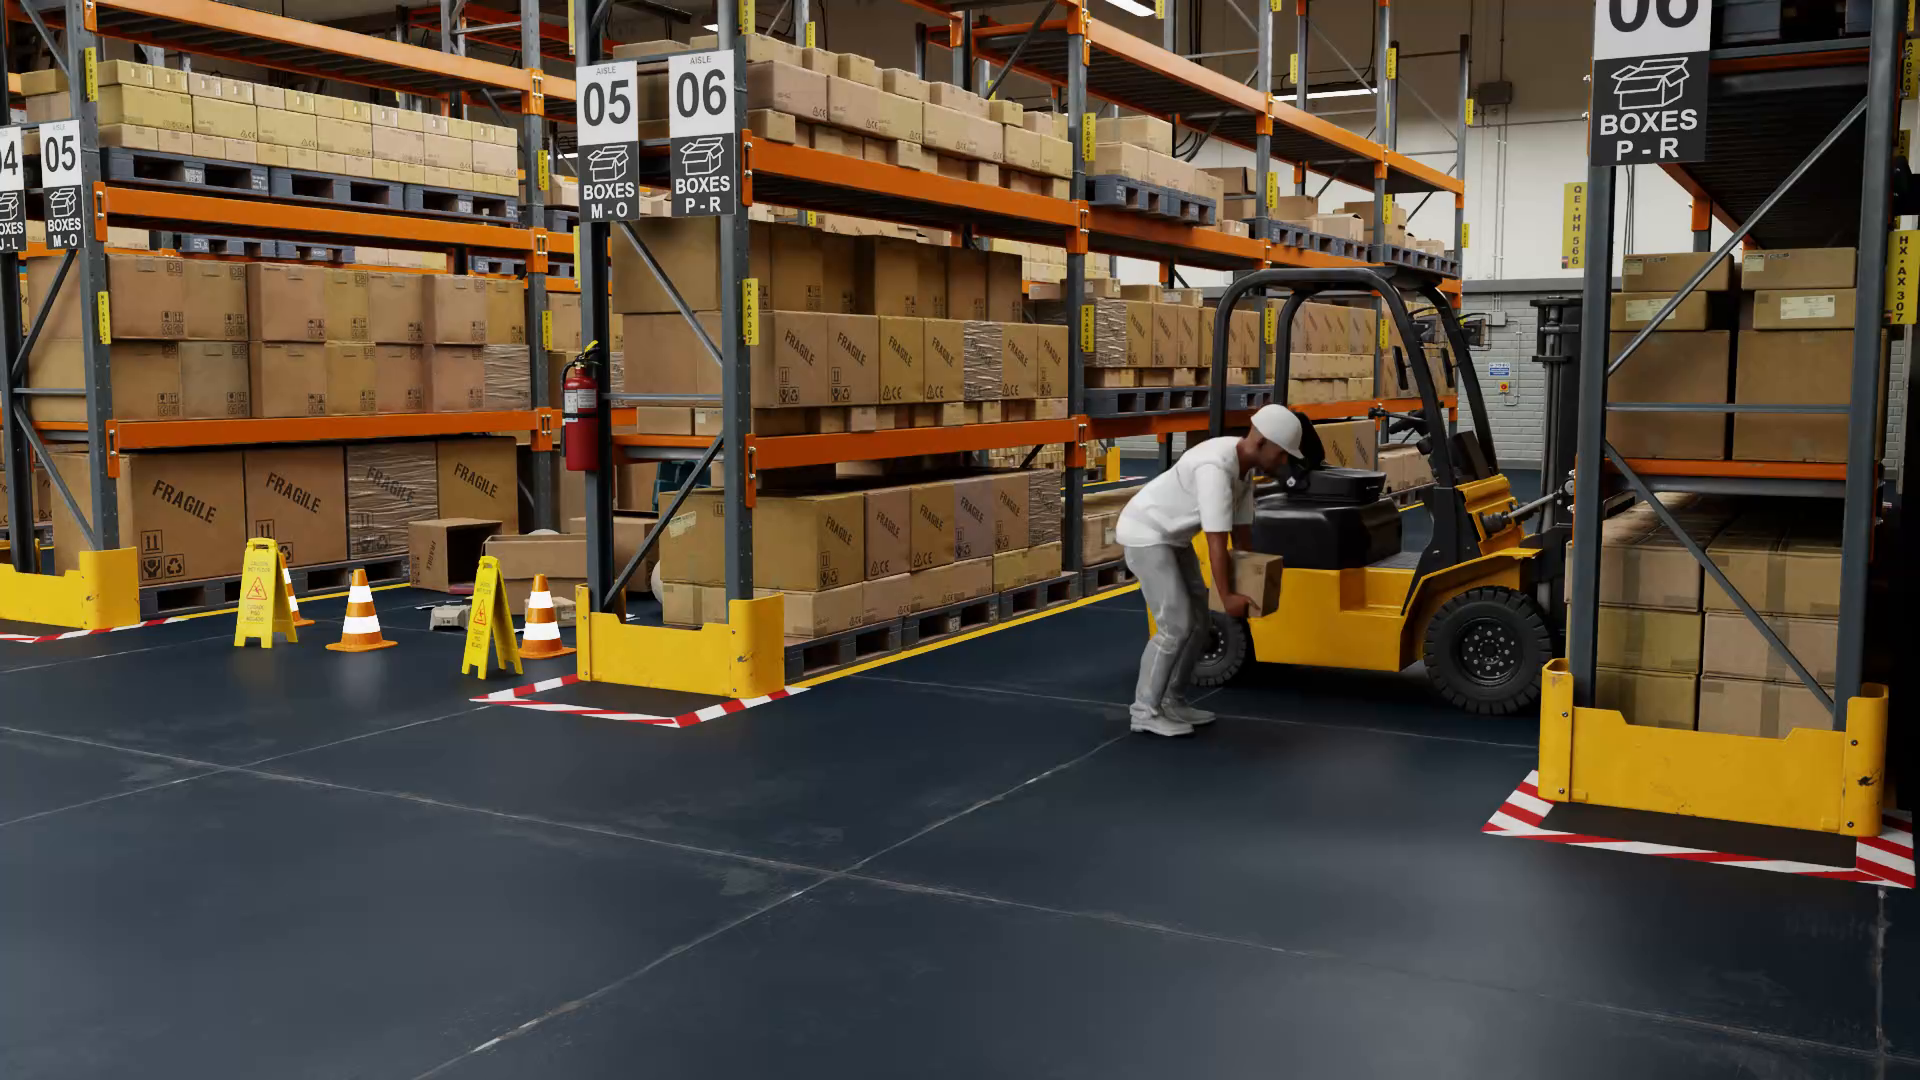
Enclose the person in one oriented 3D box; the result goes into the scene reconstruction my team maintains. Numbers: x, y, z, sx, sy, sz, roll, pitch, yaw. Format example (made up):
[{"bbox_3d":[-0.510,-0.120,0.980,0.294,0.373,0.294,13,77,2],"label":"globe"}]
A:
[{"bbox_3d":[1.133,0.131,7.552,0.832,1.497,0.488,3,7,27],"label":"person"}]
